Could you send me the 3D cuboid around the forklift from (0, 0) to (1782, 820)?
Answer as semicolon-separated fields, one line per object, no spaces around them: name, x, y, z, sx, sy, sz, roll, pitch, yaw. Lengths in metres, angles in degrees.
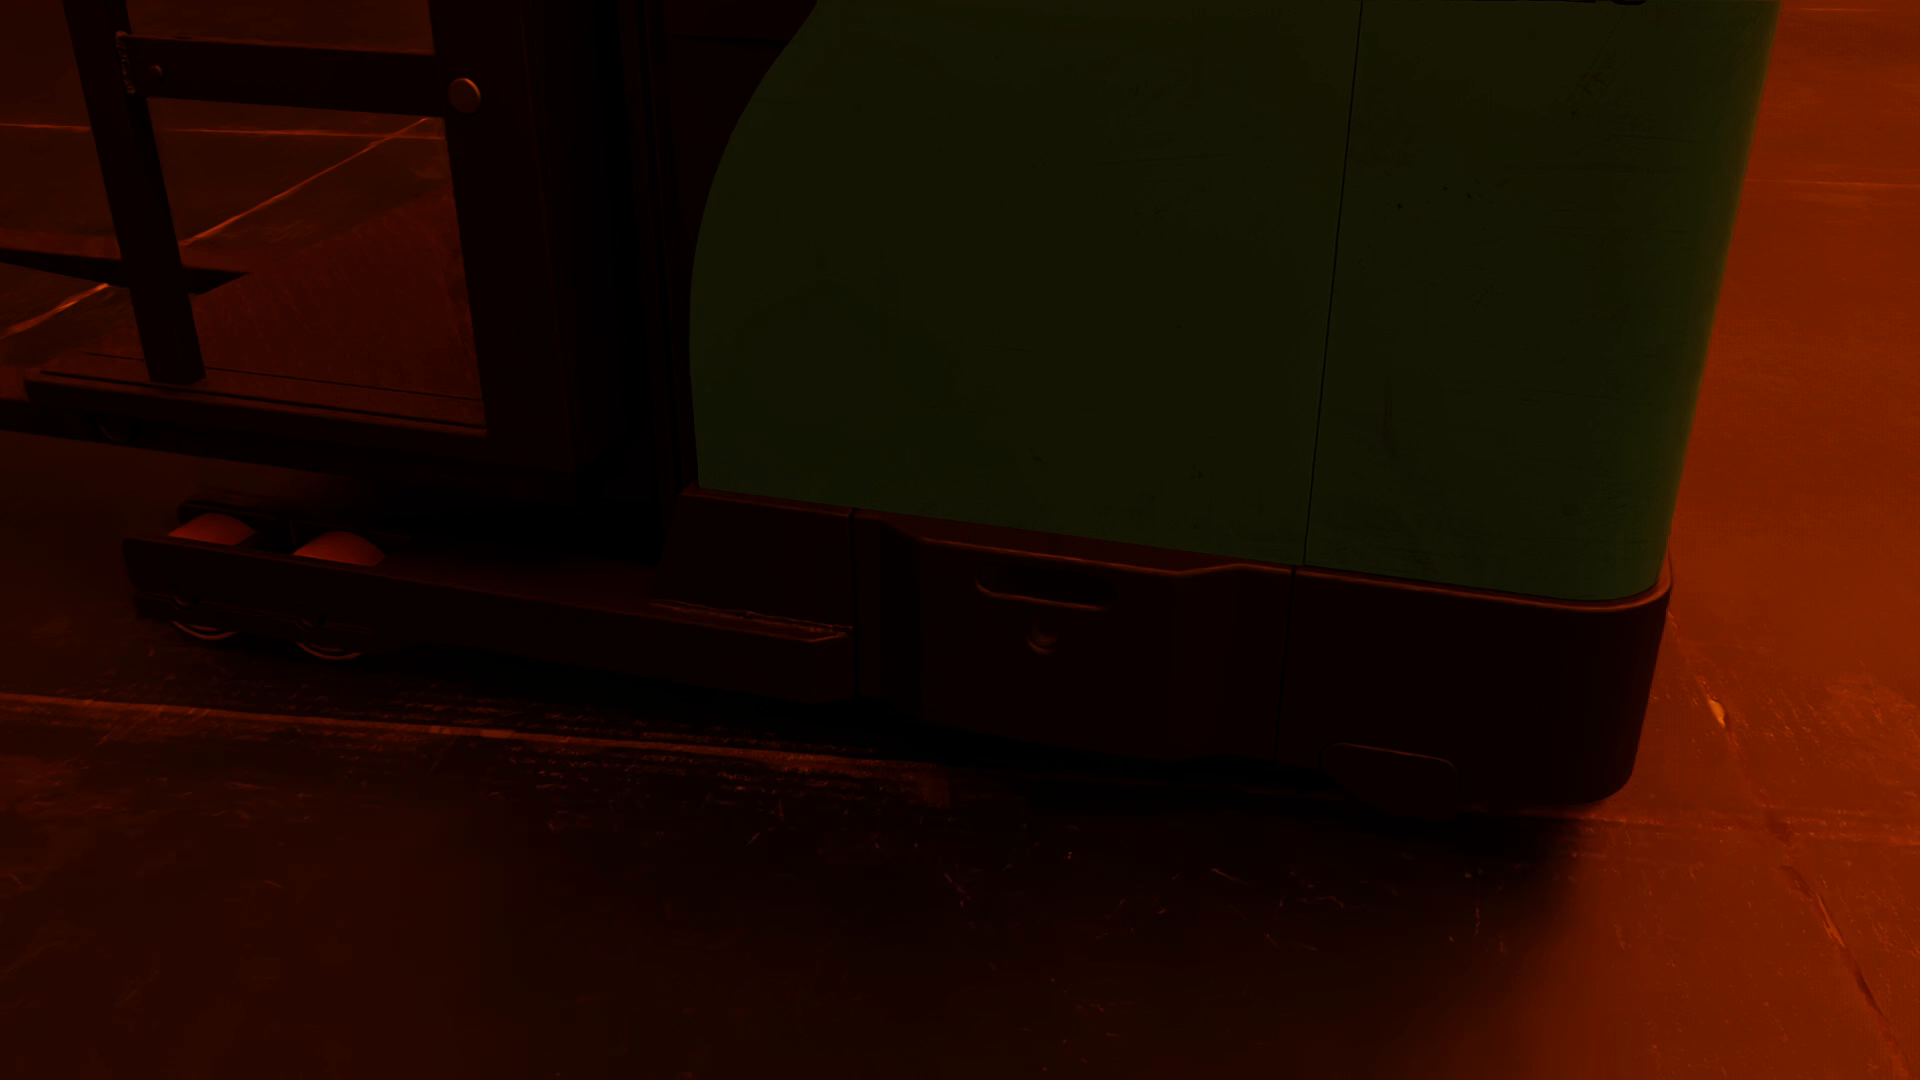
forklift;-0.591;-1.369;1.961;3.031;2.935;1.130;8;27;15
